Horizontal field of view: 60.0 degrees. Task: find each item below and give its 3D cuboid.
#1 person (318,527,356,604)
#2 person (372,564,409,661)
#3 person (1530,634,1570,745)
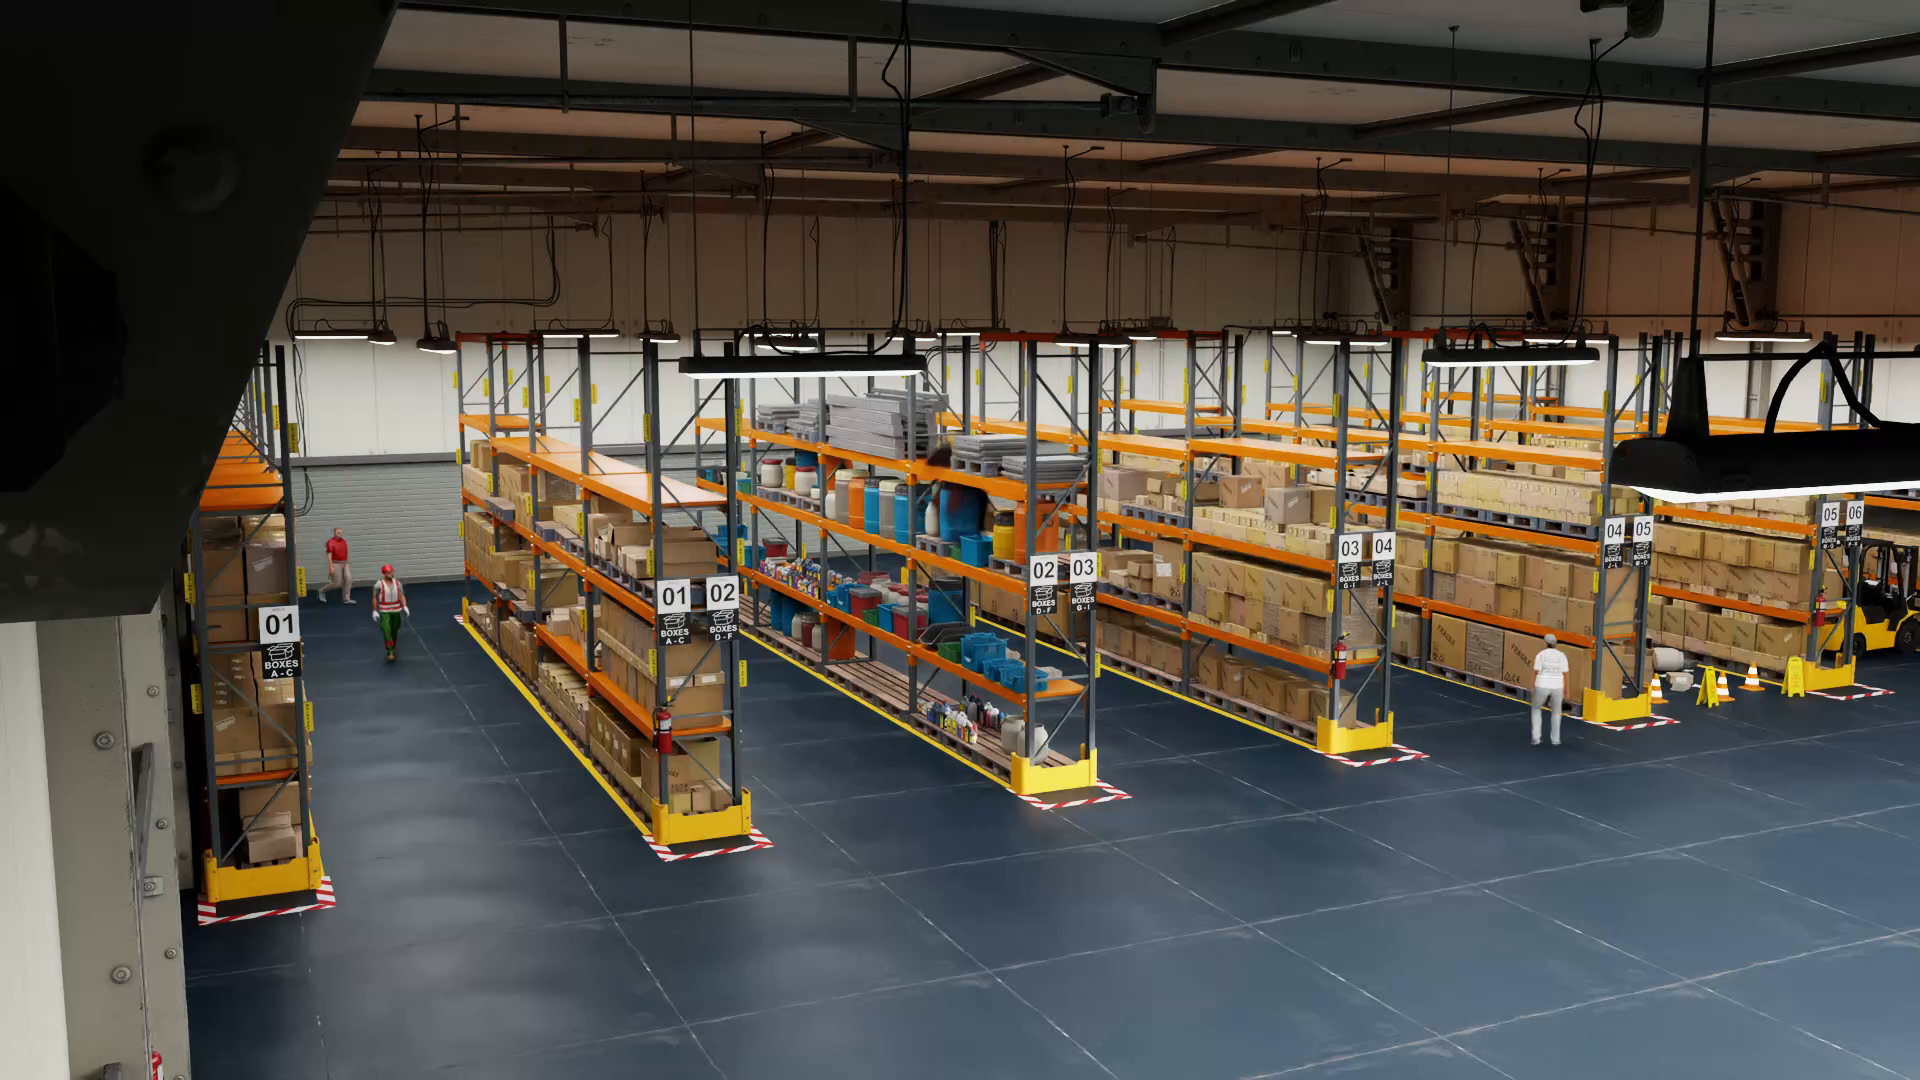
[{"bbox_3d":[-13.688,0.564,36.518,0.748,1.694,0.608,2,8,13],"label":"person"},{"bbox_3d":[-10.491,1.319,30.656,0.632,1.733,1.055,-4,9,-27],"label":"person"},{"bbox_3d":[8.723,2.248,24.566,0.536,1.751,0.412,2,8,16],"label":"person"}]
